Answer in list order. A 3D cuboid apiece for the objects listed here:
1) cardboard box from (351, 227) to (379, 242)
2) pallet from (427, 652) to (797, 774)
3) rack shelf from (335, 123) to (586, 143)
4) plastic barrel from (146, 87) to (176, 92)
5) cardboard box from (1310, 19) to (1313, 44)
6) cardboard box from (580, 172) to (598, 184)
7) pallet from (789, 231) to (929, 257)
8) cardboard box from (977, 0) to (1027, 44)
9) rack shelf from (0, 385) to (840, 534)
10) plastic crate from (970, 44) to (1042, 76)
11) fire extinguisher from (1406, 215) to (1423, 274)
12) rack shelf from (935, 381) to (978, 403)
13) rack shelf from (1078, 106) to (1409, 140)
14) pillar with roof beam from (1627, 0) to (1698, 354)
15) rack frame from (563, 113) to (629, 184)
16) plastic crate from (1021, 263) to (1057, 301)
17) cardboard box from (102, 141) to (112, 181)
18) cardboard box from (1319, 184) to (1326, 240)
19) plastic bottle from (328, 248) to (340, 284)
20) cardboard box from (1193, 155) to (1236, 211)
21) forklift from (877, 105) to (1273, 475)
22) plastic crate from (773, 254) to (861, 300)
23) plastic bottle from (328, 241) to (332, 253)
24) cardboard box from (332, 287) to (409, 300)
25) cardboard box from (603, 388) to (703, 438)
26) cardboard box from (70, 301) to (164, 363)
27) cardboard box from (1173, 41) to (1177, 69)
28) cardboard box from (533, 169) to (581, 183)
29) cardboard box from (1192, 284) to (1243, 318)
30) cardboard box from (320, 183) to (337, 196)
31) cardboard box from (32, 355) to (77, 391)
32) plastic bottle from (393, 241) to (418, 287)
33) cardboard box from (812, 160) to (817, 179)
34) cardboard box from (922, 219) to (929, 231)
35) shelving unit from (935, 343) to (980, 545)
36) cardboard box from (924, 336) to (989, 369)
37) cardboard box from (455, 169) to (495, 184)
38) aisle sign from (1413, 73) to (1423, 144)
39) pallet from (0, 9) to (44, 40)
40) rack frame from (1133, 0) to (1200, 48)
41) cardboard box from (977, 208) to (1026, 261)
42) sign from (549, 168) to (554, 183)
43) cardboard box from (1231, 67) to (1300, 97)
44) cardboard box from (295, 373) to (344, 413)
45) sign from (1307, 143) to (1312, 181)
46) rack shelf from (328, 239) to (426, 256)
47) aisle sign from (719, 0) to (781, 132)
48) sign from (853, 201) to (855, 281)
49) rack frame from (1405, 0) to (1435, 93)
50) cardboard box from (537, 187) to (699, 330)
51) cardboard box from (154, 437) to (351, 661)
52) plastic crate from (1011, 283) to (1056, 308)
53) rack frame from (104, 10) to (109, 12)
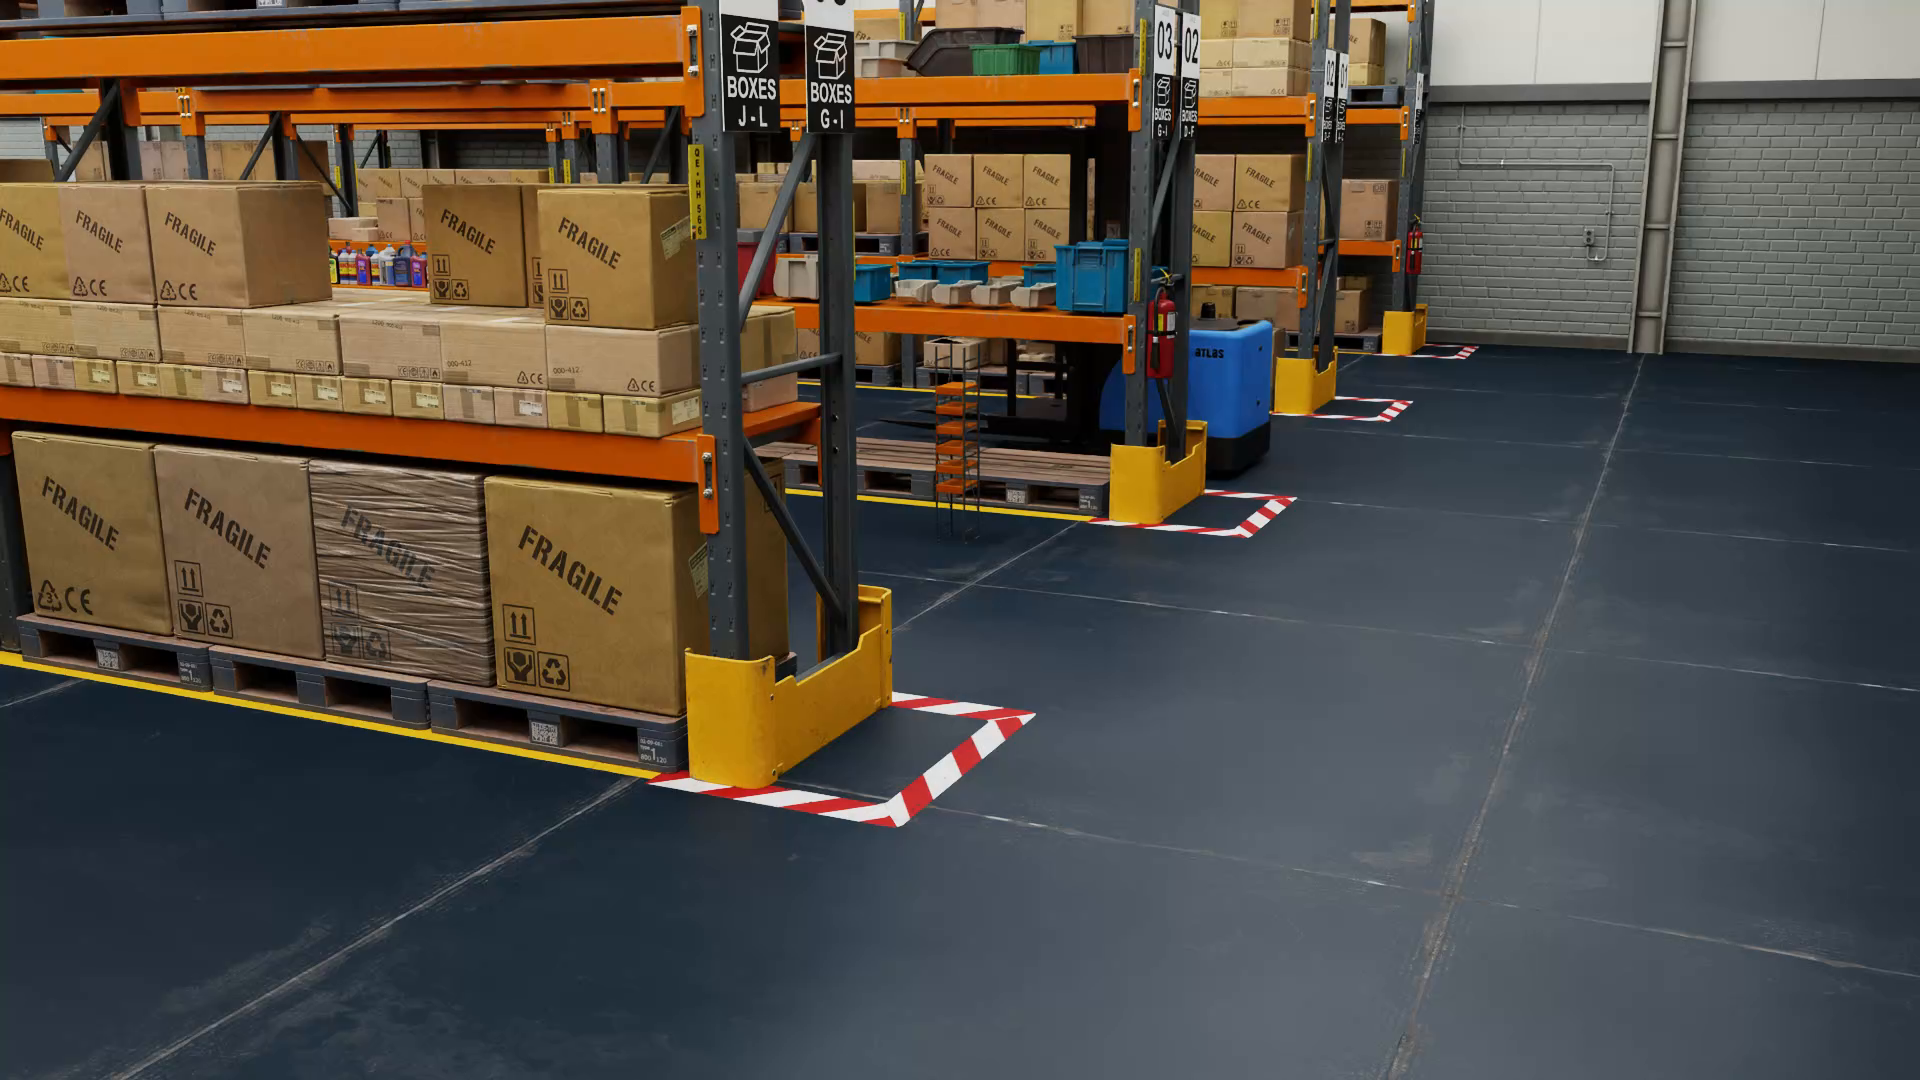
[{"bbox_3d":[-6.918,-3.589,19.536,0.250,0.149,0.380,6,14,23],"label":"cardboard box"},{"bbox_3d":[-1.453,0.643,7.054,1.213,0.211,1.003,6,14,23],"label":"pallet"},{"bbox_3d":[-7.471,-6.167,24.977,4.000,0.370,1.077,6,14,23],"label":"rack shelf"},{"bbox_3d":[-6.661,-4.258,14.171,0.600,0.901,0.600,0,13,0],"label":"plastic barrel"},{"bbox_3d":[4.096,-5.826,19.500,0.500,0.500,0.500,6,15,25],"label":"cardboard box"},{"bbox_3d":[-5.191,-5.080,24.157,0.500,0.500,0.700,6,14,23],"label":"cardboard box"},{"bbox_3d":[-1.018,-3.099,17.318,1.213,0.211,1.003,6,14,23],"label":"pallet"},{"bbox_3d":[0.529,-4.979,15.934,0.500,0.500,0.700,6,14,23],"label":"cardboard box"},{"bbox_3d":[-2.518,-0.492,7.361,4.000,0.370,1.077,6,14,23],"label":"rack shelf"},{"bbox_3d":[0.299,-3.081,10.715,0.336,0.188,0.450,6,14,23],"label":"plastic crate"},{"bbox_3d":[5.280,-3.432,19.299,0.183,0.674,0.296,6,14,23],"label":"fire extinguisher"},{"bbox_3d":[-0.013,-0.893,10.051,0.180,0.103,0.258,6,14,23],"label":"rack shelf"},{"bbox_3d":[3.500,-5.056,20.245,4.000,0.370,1.077,6,14,23],"label":"rack shelf"},{"bbox_3d":[6.404,-5.713,14.905,0.400,9.000,9.100,6,14,23],"label":"pillar with roof beam"},{"bbox_3d":[-3.988,-3.466,18.461,0.127,3.000,1.000,6,14,23],"label":"rack frame"},{"bbox_3d":[0.622,-1.792,11.561,0.300,0.233,0.416,6,14,23],"label":"plastic crate"},{"bbox_3d":[-10.350,-4.789,21.037,0.500,0.500,0.700,5,14,22],"label":"cardboard box"},{"bbox_3d":[4.189,-4.017,20.152,0.700,0.700,0.980,6,14,23],"label":"cardboard box"},{"bbox_3d":[-4.995,-2.182,13.242,0.133,0.283,0.061,6,14,23],"label":"plastic bottle"},{"bbox_3d":[2.345,-3.292,15.310,0.500,0.500,0.500,6,15,25],"label":"cardboard box"},{"bbox_3d":[0.843,-2.104,12.805,3.031,2.935,1.130,6,14,24],"label":"forklift"},{"bbox_3d":[-1.019,-1.854,11.717,0.530,0.282,0.437,6,14,23],"label":"plastic crate"},{"bbox_3d":[-5.455,-2.427,14.287,0.133,0.283,0.061,6,14,23],"label":"plastic bottle"},{"bbox_3d":[-2.896,-1.019,7.707,0.500,0.250,0.500,6,15,24],"label":"cardboard box"},{"bbox_3d":[-1.149,-0.499,6.366,0.250,0.149,0.380,6,15,24],"label":"cardboard box"},{"bbox_3d":[-3.571,-0.954,7.432,0.500,0.250,0.500,6,14,23],"label":"cardboard box"},{"bbox_3d":[1.840,-4.444,15.297,0.500,0.250,0.500,6,14,23],"label":"cardboard box"},{"bbox_3d":[-5.988,-5.260,24.750,0.500,0.500,0.500,5,14,22],"label":"cardboard box"},{"bbox_3d":[3.240,-2.933,20.741,0.500,0.500,0.700,6,15,25],"label":"cardboard box"},{"bbox_3d":[-7.813,-4.266,20.231,0.250,0.149,0.380,6,14,23],"label":"cardboard box"},{"bbox_3d":[-3.971,-0.784,7.580,0.250,0.149,0.380,5,14,21],"label":"cardboard box"},{"bbox_3d":[-4.321,-2.157,12.987,0.185,0.351,0.144,6,14,23],"label":"plastic bottle"},{"bbox_3d":[-1.648,-4.971,22.319,0.500,0.250,0.500,6,15,25],"label":"cardboard box"},{"bbox_3d":[-0.371,-4.170,21.967,0.250,0.149,0.380,6,14,24],"label":"cardboard box"},{"bbox_3d":[-0.013,-0.585,10.123,0.189,1.200,0.258,6,14,23],"label":"shelving unit"},{"bbox_3d":[-0.035,-1.917,16.783,0.500,0.311,0.500,6,14,23],"label":"cardboard box"},{"bbox_3d":[-7.115,-5.246,24.689,0.500,0.500,0.500,5,14,22],"label":"cardboard box"},{"bbox_3d":[5.273,-4.957,19.125,0.004,0.787,0.394,6,14,23],"label":"aisle sign"},{"bbox_3d":[-5.205,-2.469,8.064,1.217,0.209,0.805,5,14,21],"label":"pallet"},{"bbox_3d":[1.316,-4.613,10.214,0.127,3.000,1.000,6,14,23],"label":"rack frame"},{"bbox_3d":[0.494,-2.994,16.230,0.500,0.500,0.500,6,15,24],"label":"cardboard box"},{"bbox_3d":[-5.855,-5.179,23.864,0.005,0.325,0.100,6,14,23],"label":"sign"},{"bbox_3d":[2.750,-4.106,14.949,0.500,0.250,0.500,6,14,23],"label":"cardboard box"},{"bbox_3d":[-2.546,-0.641,6.969,0.250,0.149,0.380,6,15,24],"label":"cardboard box"},{"bbox_3d":[3.083,-3.330,14.652,0.005,0.325,0.100,6,14,23],"label":"sign"},{"bbox_3d":[-5.817,-3.301,19.332,4.000,0.370,1.077,6,14,23],"label":"rack shelf"},{"bbox_3d":[-0.746,-1.854,5.898,0.004,0.787,0.394,6,14,23],"label":"aisle sign"},{"bbox_3d":[-0.460,-1.233,6.874,0.005,0.325,0.100,6,14,23],"label":"sign"},{"bbox_3d":[5.329,-6.682,19.032,0.127,3.000,1.000,6,14,23],"label":"rack frame"},{"bbox_3d":[-1.242,-1.084,6.346,0.500,0.500,0.500,6,14,24],"label":"cardboard box"},{"bbox_3d":[-2.953,-0.036,7.576,0.875,0.875,0.875,6,14,23],"label":"cardboard box"},{"bbox_3d":[0.497,-1.630,11.083,0.243,0.136,0.396,6,14,23],"label":"plastic crate"},{"bbox_3d":[-4.347,-3.948,7.382,0.127,3.000,1.000,6,14,23],"label":"rack frame"}]
